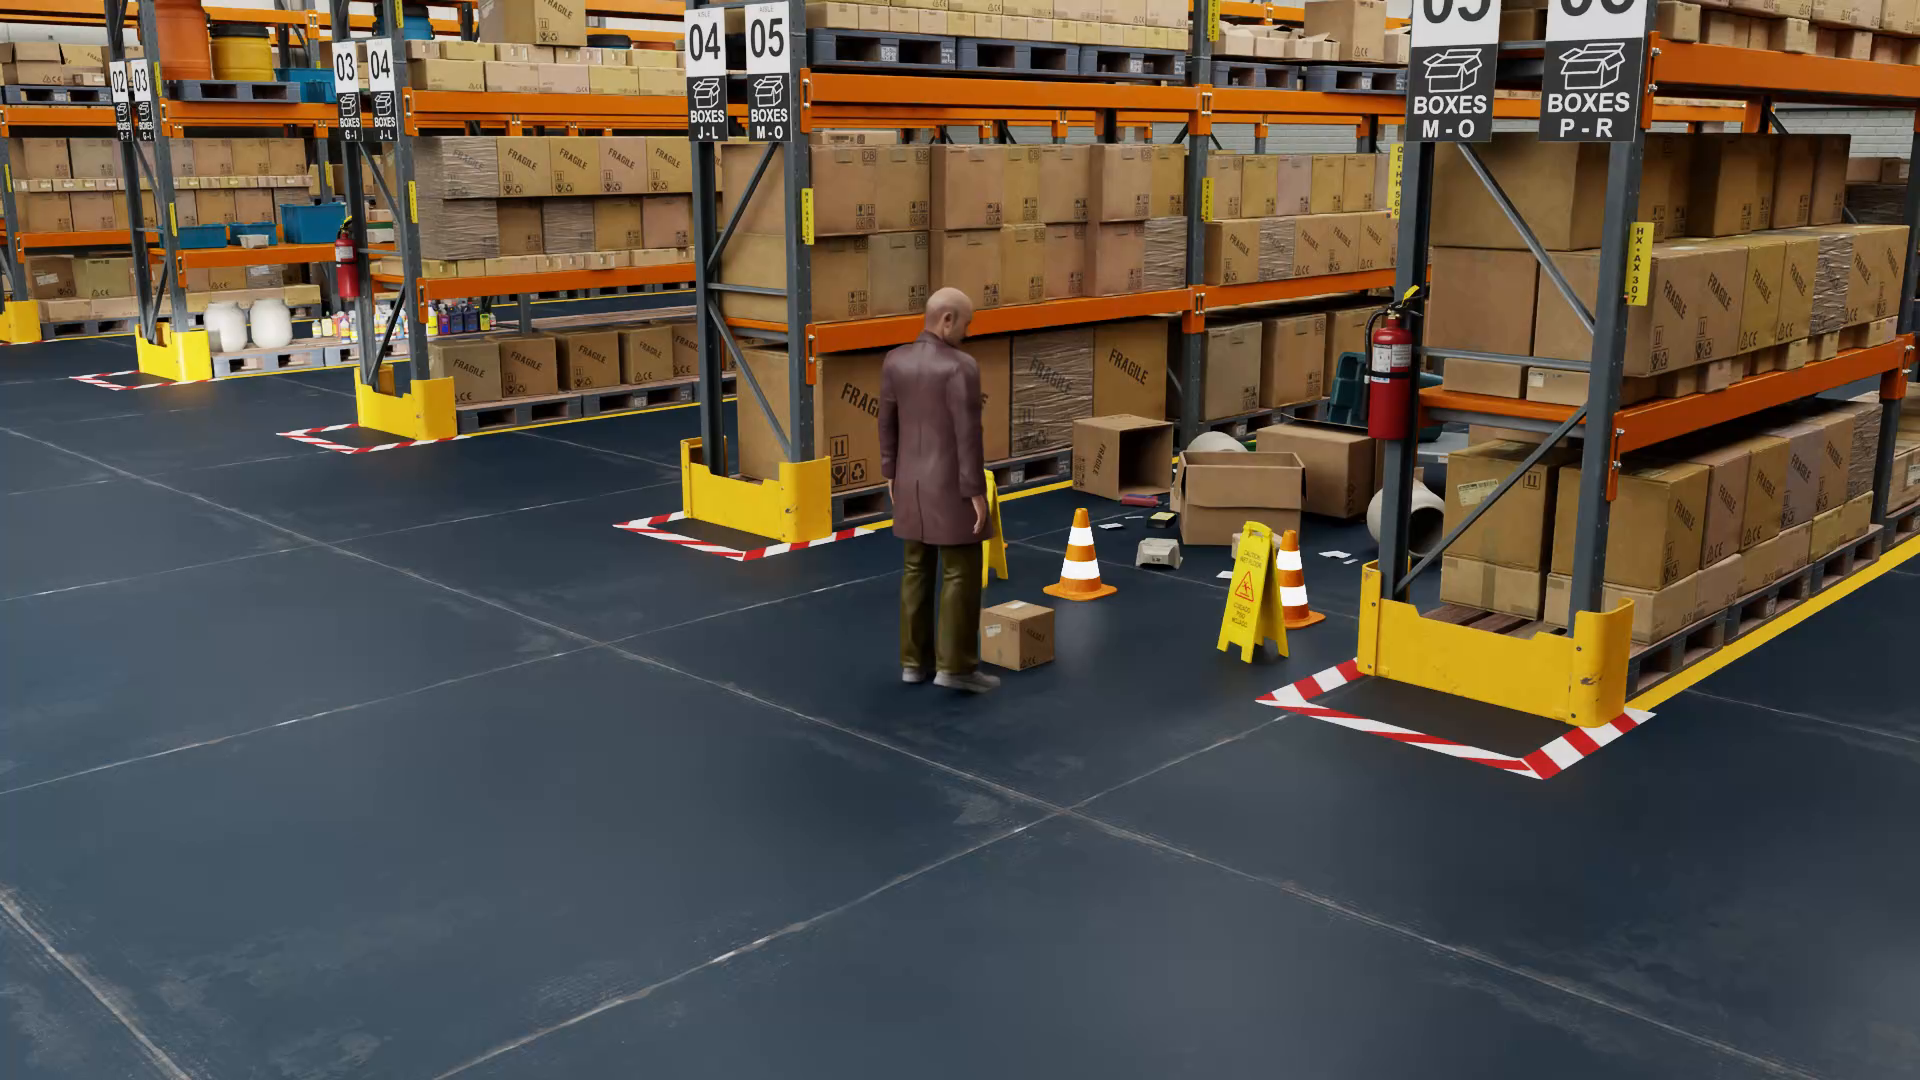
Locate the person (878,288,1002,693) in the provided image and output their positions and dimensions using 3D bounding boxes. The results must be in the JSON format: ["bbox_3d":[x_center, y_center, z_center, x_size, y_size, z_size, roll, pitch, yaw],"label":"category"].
[{"bbox_3d":[-0.093,-0.210,7.413,0.672,1.819,0.404,10,17,36],"label":"person"}]
